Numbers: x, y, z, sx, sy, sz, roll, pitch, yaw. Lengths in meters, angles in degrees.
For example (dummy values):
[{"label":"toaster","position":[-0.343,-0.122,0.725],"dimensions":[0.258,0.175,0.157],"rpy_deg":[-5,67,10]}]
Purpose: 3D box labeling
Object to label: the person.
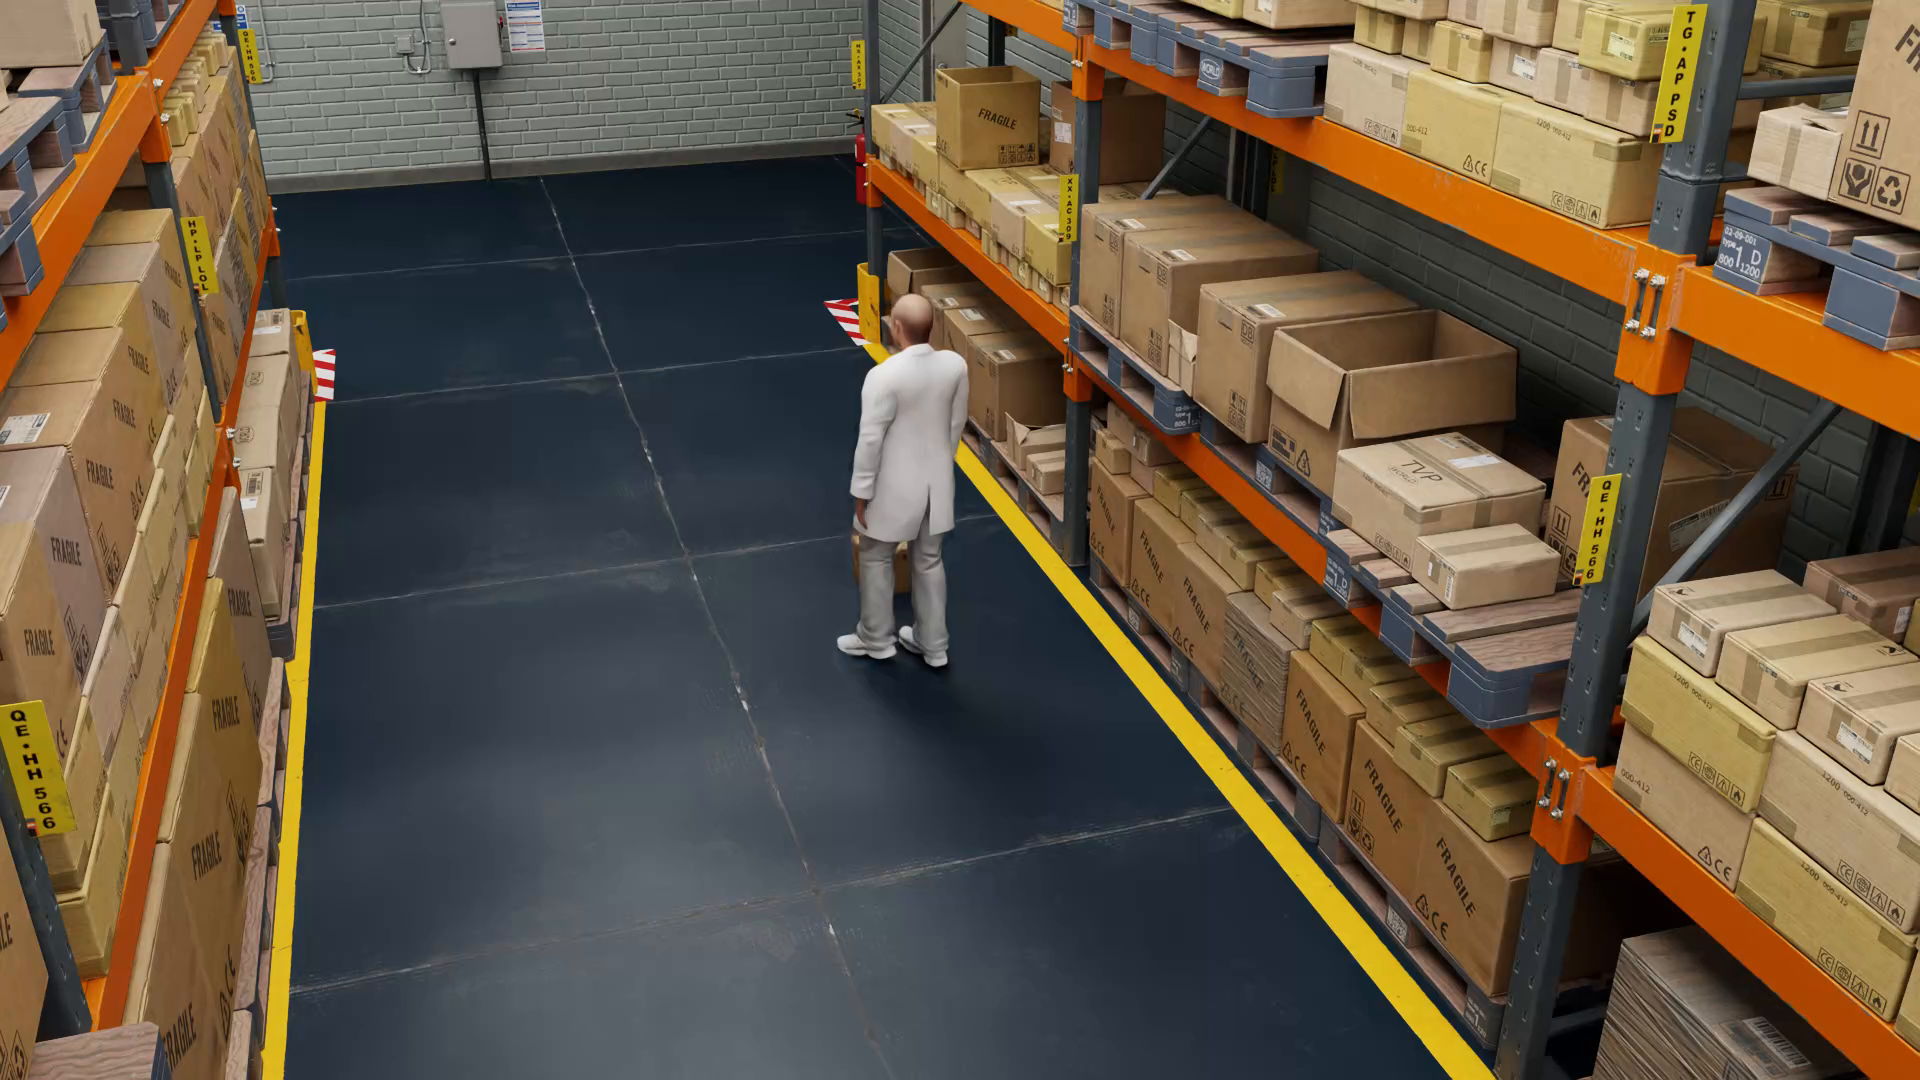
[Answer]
[{"label":"person","position":[-0.266,-0.256,7.650],"dimensions":[0.612,1.812,0.548],"rpy_deg":[-16,30,-30]}]
